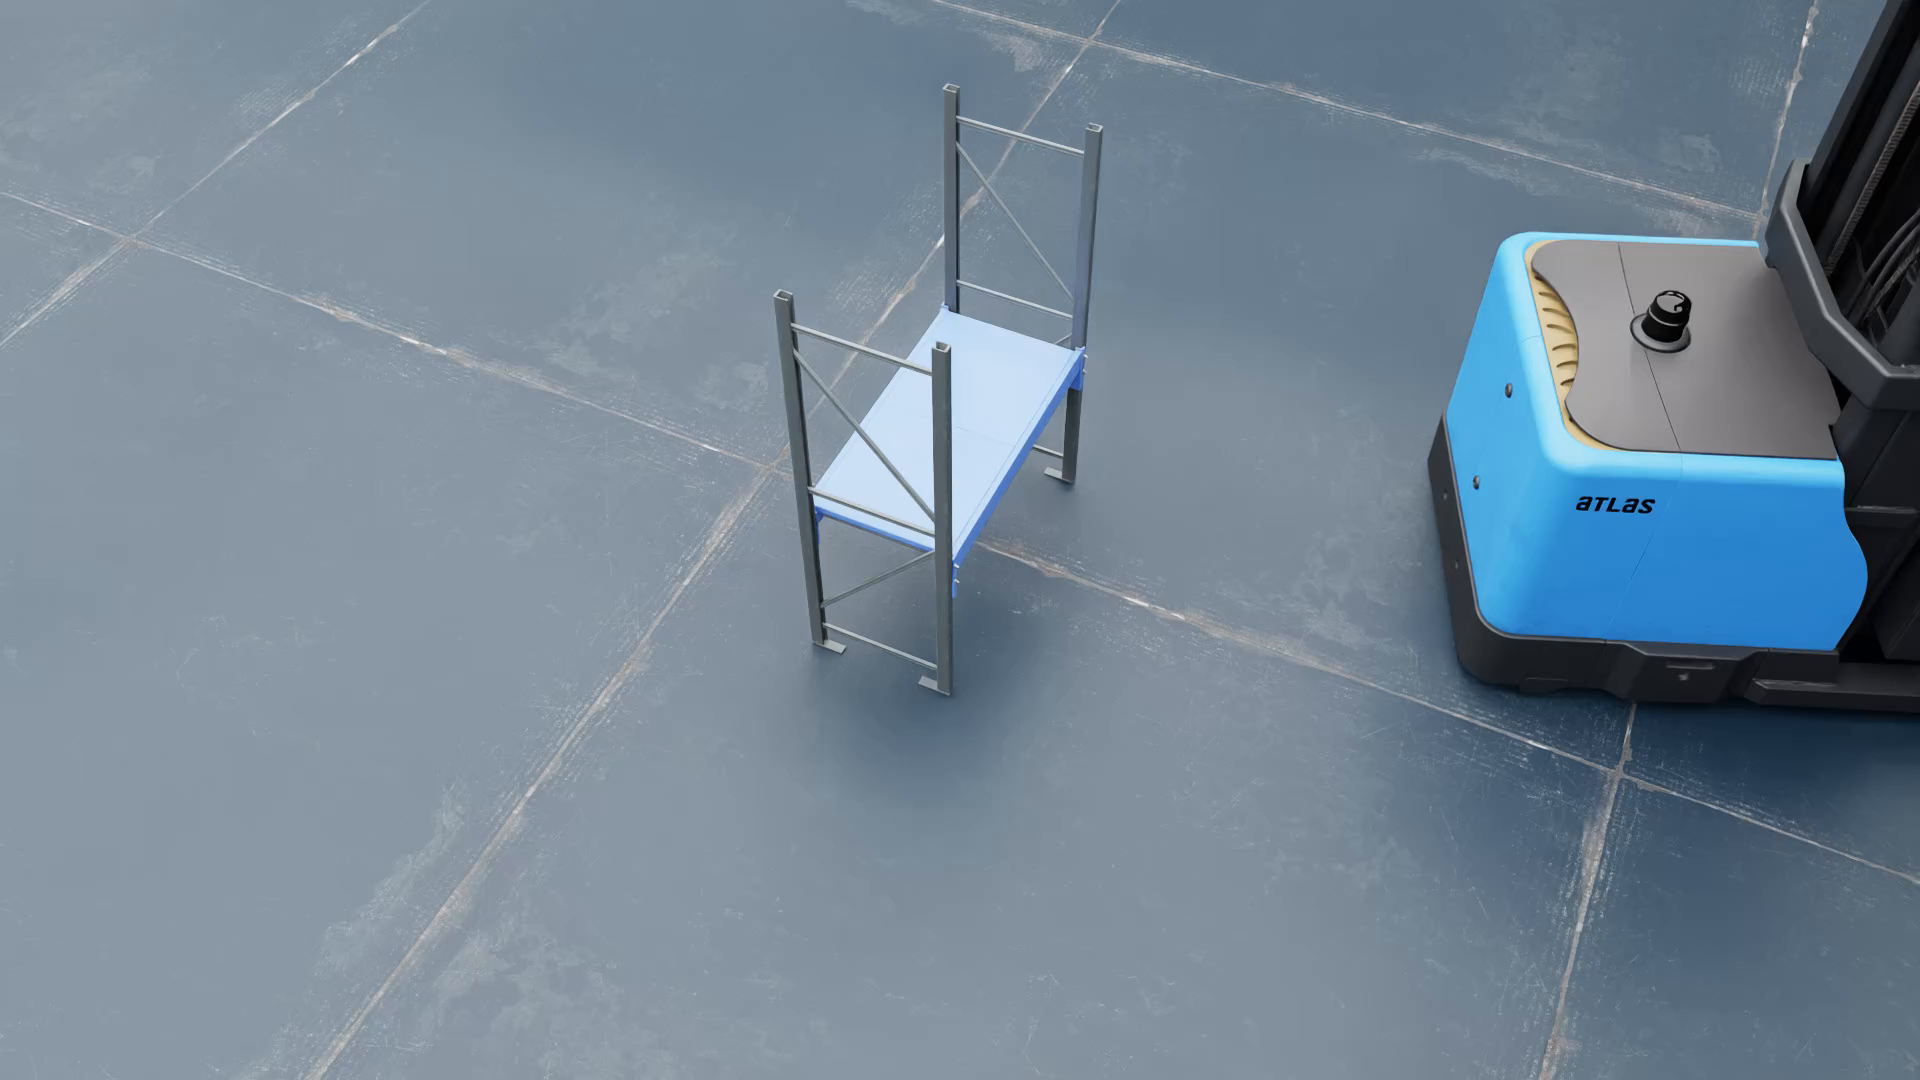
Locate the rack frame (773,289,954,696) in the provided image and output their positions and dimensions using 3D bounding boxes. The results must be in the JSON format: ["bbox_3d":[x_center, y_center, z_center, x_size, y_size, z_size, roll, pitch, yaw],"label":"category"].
[{"bbox_3d":[-0.254,-0.077,4.831,0.500,1.500,0.032,20,52,16],"label":"rack frame"}]

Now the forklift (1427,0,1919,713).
[{"bbox_3d":[3.139,-0.778,4.487,3.031,2.935,1.130,3,50,2],"label":"forklift"}]

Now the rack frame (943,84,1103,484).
[{"bbox_3d":[0.181,-0.777,5.427,0.500,1.500,0.032,20,52,16],"label":"rack frame"}]

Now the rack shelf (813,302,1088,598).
[{"bbox_3d":[-0.036,-0.311,5.266,0.538,0.185,1.000,20,52,16],"label":"rack shelf"}]

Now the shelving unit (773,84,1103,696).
[{"bbox_3d":[-0.036,-0.427,5.129,0.538,1.500,1.048,20,52,16],"label":"shelving unit"}]
